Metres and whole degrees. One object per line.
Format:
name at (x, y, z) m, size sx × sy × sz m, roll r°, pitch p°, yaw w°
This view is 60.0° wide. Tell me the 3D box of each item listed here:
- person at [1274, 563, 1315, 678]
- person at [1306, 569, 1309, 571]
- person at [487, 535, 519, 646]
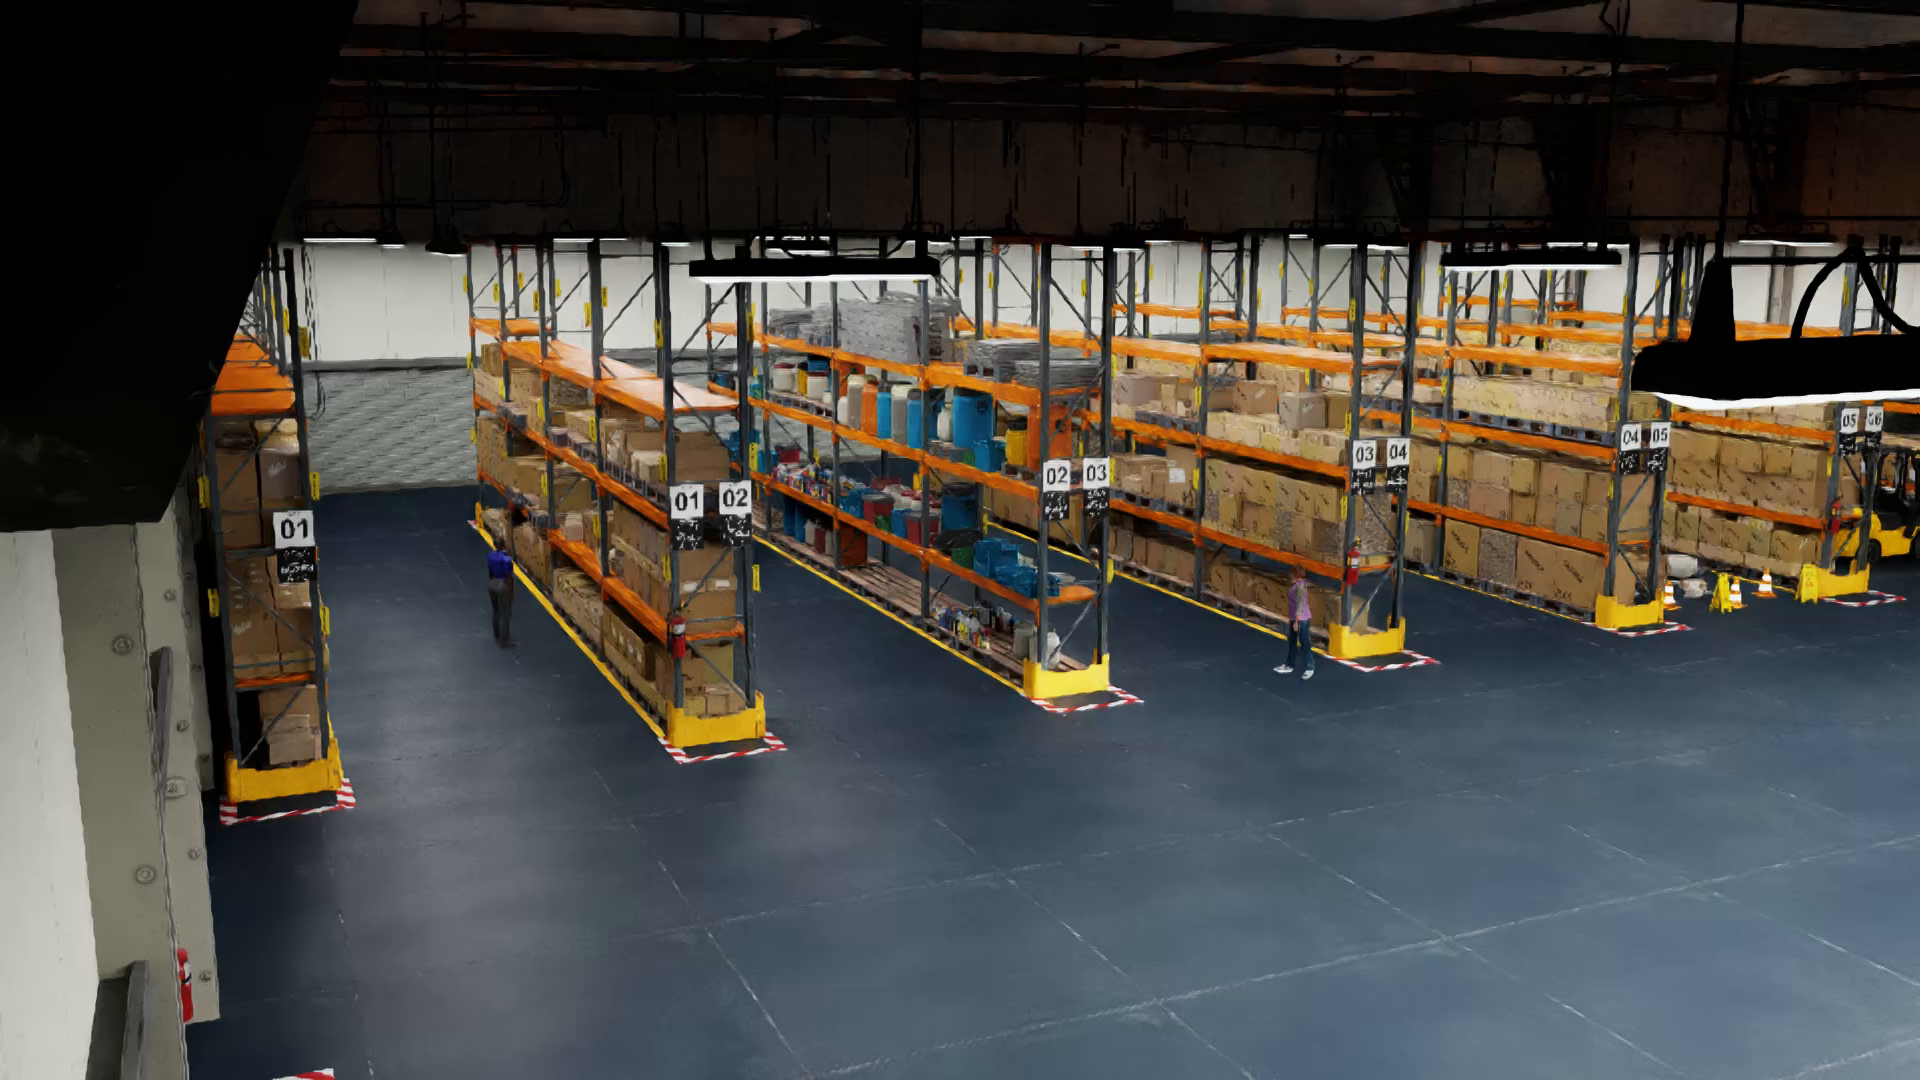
person at (4.690, 1.100, 23.202) m, size 0.536 × 1.590 × 0.534 m, roll 0°, pitch 11°, yaw -2°
person at (6.254, -0.288, 30.205) m, size 0.538 × 1.662 × 1.032 m, roll -3°, pitch 11°, yaw -15°
person at (-6.843, 0.743, 24.914) m, size 0.502 × 1.652 × 0.416 m, roll 7°, pitch 13°, yaw 34°
